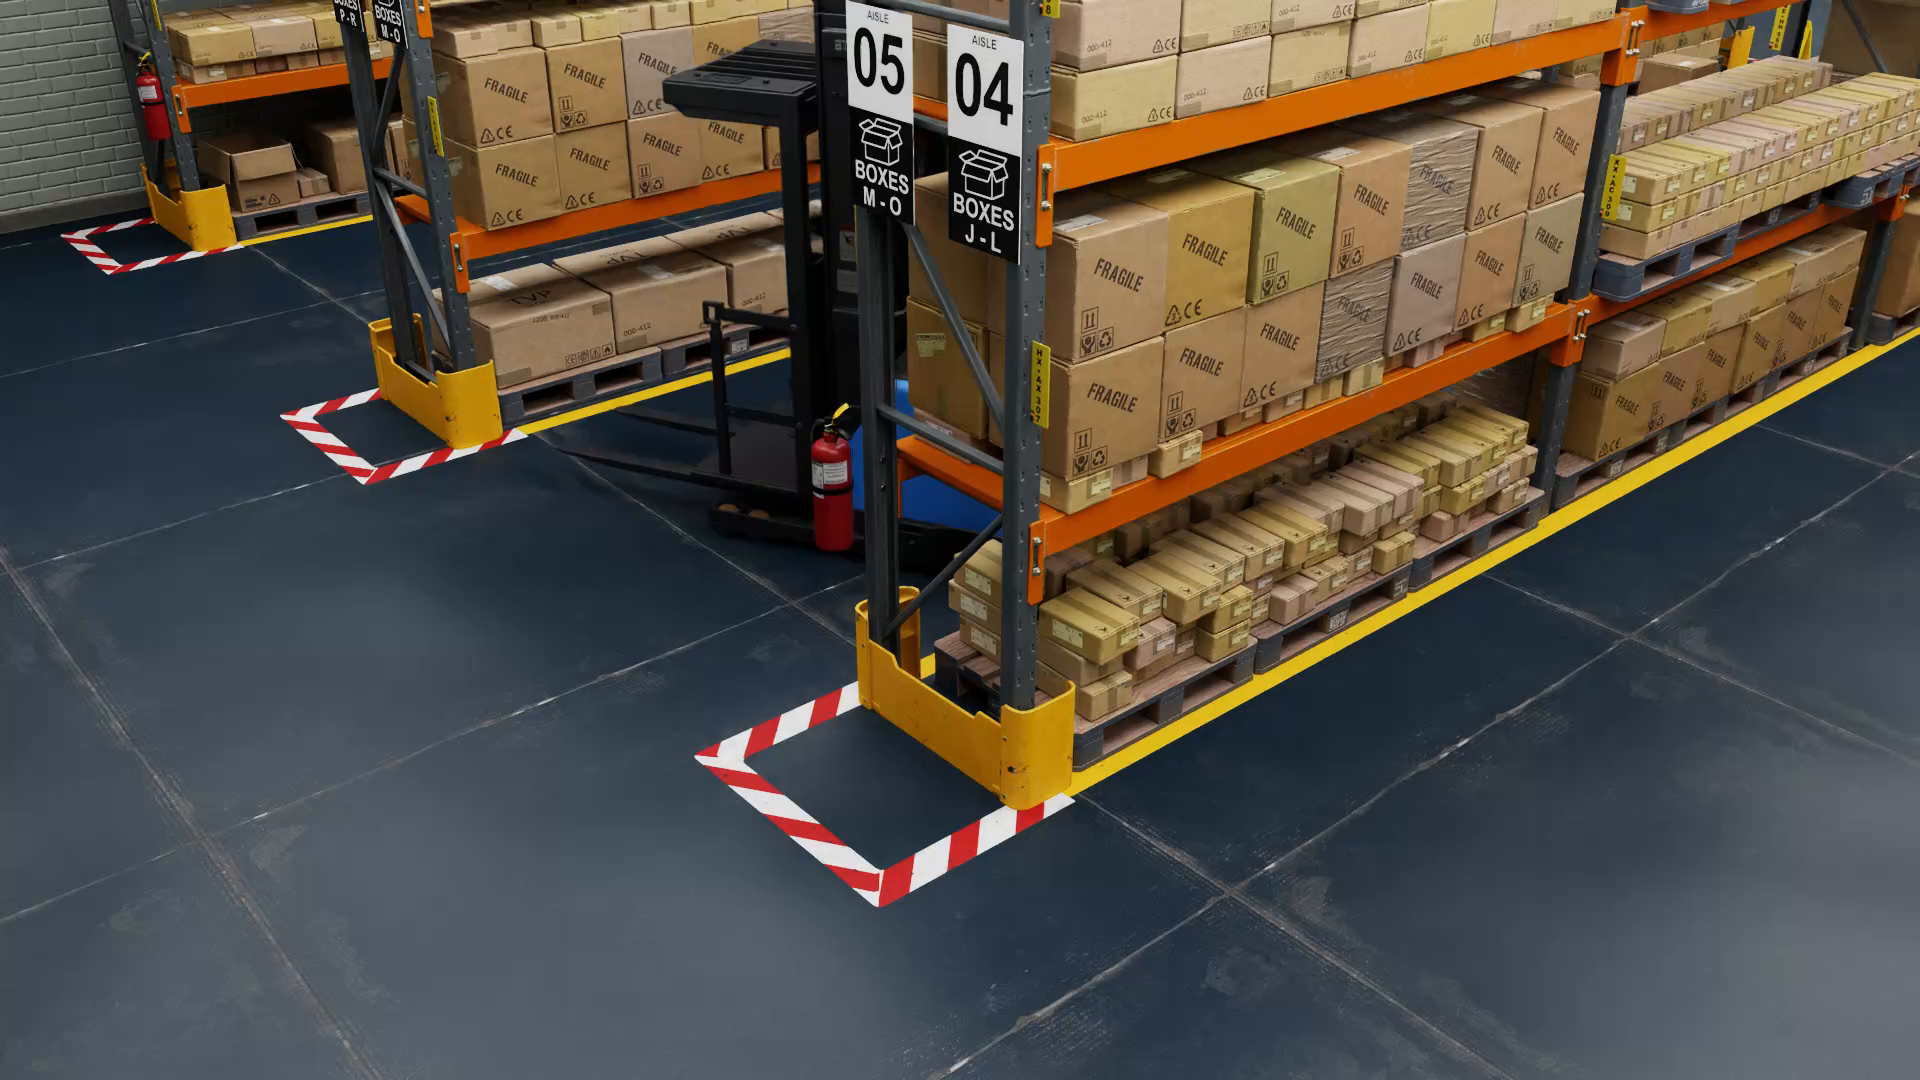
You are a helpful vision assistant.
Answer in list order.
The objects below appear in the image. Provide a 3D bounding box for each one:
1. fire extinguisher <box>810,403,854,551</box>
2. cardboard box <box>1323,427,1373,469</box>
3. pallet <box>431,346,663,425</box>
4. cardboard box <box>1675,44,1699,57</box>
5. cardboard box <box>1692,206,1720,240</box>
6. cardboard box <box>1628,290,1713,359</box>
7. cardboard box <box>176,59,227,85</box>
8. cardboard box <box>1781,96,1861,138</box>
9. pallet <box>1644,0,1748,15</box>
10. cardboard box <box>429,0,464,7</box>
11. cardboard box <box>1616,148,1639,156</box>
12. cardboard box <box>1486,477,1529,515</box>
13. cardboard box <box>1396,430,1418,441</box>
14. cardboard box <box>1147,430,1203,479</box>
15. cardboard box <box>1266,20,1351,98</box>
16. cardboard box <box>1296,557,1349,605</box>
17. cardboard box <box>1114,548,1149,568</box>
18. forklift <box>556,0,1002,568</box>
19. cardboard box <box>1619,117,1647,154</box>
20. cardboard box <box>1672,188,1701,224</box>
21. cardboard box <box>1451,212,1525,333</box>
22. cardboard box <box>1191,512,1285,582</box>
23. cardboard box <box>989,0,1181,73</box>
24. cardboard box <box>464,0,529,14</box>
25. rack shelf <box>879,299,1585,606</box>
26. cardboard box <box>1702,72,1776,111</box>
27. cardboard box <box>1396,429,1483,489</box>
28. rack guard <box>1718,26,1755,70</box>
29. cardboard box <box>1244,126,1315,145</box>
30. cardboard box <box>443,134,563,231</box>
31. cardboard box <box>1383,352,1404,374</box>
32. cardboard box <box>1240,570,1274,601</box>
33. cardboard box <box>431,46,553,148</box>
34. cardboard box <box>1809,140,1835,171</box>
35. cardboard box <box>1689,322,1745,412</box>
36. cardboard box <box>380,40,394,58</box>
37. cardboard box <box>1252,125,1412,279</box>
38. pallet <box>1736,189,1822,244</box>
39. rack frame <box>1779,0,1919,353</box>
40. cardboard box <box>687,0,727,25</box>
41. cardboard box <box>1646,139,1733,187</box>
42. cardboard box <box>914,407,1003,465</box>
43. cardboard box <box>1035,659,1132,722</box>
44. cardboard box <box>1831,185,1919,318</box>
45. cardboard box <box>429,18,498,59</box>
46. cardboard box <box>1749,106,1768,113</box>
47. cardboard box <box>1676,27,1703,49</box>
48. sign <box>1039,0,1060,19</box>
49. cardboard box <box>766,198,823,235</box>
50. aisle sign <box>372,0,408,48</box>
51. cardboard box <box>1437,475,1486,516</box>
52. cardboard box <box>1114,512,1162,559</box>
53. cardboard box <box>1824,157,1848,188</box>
[{"bbox_3d":[-0.545,-0.285,7.078,0.183,0.674,0.296,-22,35,-35],"label":"fire extinguisher"},{"bbox_3d":[2.001,-0.532,9.010,0.250,0.149,0.380,-23,36,-36],"label":"cardboard box"},{"bbox_3d":[-2.786,-1.182,11.237,1.213,0.211,1.003,-22,35,-35],"label":"pallet"},{"bbox_3d":[7.989,-5.507,18.843,0.500,0.250,0.500,-22,35,-35],"label":"cardboard box"},{"bbox_3d":[3.987,-1.810,9.276,0.250,0.149,0.380,-22,35,-35],"label":"cardboard box"},{"bbox_3d":[4.126,-1.327,9.962,0.500,0.250,0.500,-21,34,-34],"label":"cardboard box"},{"bbox_3d":[-6.140,-3.809,13.461,0.250,0.149,0.380,-22,35,-35],"label":"cardboard box"},{"bbox_3d":[5.177,-2.554,10.036,0.250,0.149,0.380,-22,35,-35],"label":"cardboard box"},{"bbox_3d":[3.528,-3.009,8.715,1.003,0.211,1.213,-22,35,-35],"label":"pallet"},{"bbox_3d":[-4.513,-4.656,14.624,0.500,0.250,0.500,-22,35,-35],"label":"cardboard box"},{"bbox_3d":[3.759,-2.258,9.798,0.250,0.149,0.380,-23,36,-36],"label":"cardboard box"},{"bbox_3d":[2.912,-0.304,9.216,0.250,0.149,0.380,-21,35,-34],"label":"cardboard box"},{"bbox_3d":[2.372,-0.572,9.401,0.250,0.149,0.380,-22,35,-35],"label":"cardboard box"},{"bbox_3d":[0.812,-0.421,7.123,0.250,0.149,0.380,-23,36,-36],"label":"cardboard box"},{"bbox_3d":[1.241,-2.019,6.822,0.500,0.250,0.500,-23,36,-36],"label":"cardboard box"},{"bbox_3d":[1.721,0.154,8.359,0.250,0.149,0.380,-22,35,-35],"label":"cardboard box"},{"bbox_3d":[0.828,0.077,8.186,0.250,0.149,0.380,-22,35,-35],"label":"cardboard box"},{"bbox_3d":[-0.855,-1.507,8.961,3.031,2.935,1.130,11,30,20],"label":"forklift"},{"bbox_3d":[3.769,-2.389,9.728,0.250,0.149,0.380,-22,35,-35],"label":"cardboard box"},{"bbox_3d":[3.783,-1.860,9.053,0.250,0.149,0.380,-23,36,-36],"label":"cardboard box"},{"bbox_3d":[2.409,-1.386,8.239,0.500,0.500,0.500,-23,36,-36],"label":"cardboard box"},{"bbox_3d":[1.324,0.031,7.958,0.250,0.149,0.380,-20,34,-33],"label":"cardboard box"},{"bbox_3d":[0.456,-1.916,6.099,0.500,0.250,0.500,-21,35,-34],"label":"cardboard box"},{"bbox_3d":[-2.881,-3.287,10.363,0.250,0.149,0.380,-22,35,-35],"label":"cardboard box"},{"bbox_3d":[1.468,-0.689,8.121,4.000,0.370,1.077,-22,35,-35],"label":"rack shelf"},{"bbox_3d":[4.961,-2.870,10.627,0.250,0.149,0.380,-24,36,-37],"label":"cardboard box"},{"bbox_3d":[2.534,-0.435,8.830,0.250,0.149,0.380,-22,35,-35],"label":"cardboard box"},{"bbox_3d":[8.771,-5.908,19.774,0.348,0.500,1.175,-22,35,-35],"label":"rack guard"},{"bbox_3d":[1.309,-1.721,7.804,0.500,0.500,0.500,-23,36,-37],"label":"cardboard box"},{"bbox_3d":[-2.792,-2.227,10.128,0.500,0.500,0.500,-22,35,-35],"label":"cardboard box"},{"bbox_3d":[1.929,-0.936,8.085,0.250,0.149,0.380,-23,35,-36],"label":"cardboard box"},{"bbox_3d":[1.291,0.153,8.045,0.250,0.149,0.380,-24,36,-37],"label":"cardboard box"},{"bbox_3d":[-2.793,-2.669,9.894,0.500,0.500,0.500,-23,36,-36],"label":"cardboard box"},{"bbox_3d":[4.972,-2.338,9.948,0.250,0.149,0.380,-21,35,-34],"label":"cardboard box"},{"bbox_3d":[4.515,-1.160,10.444,0.500,0.500,0.500,-21,35,-34],"label":"cardboard box"},{"bbox_3d":[-4.940,-4.273,14.330,0.250,0.149,0.380,-21,35,-34],"label":"cardboard box"},{"bbox_3d":[1.635,-1.518,7.426,0.500,0.500,0.500,-23,36,-36],"label":"cardboard box"},{"bbox_3d":[4.553,-2.137,10.270,1.213,0.211,1.003,-22,35,-35],"label":"pallet"},{"bbox_3d":[6.032,-2.842,11.386,0.127,3.000,1.000,-22,35,-35],"label":"rack frame"},{"bbox_3d":[-1.686,-3.379,10.534,0.250,0.149,0.380,-23,36,-36],"label":"cardboard box"},{"bbox_3d":[3.992,-2.076,9.142,0.250,0.149,0.380,-22,35,-35],"label":"cardboard box"},{"bbox_3d":[0.011,-0.485,7.242,0.250,0.149,0.380,-22,35,-35],"label":"cardboard box"},{"bbox_3d":[0.553,0.632,7.464,0.250,0.149,0.380,-21,35,-34],"label":"cardboard box"},{"bbox_3d":[6.554,-2.189,12.105,0.750,0.750,1.050,-22,35,-36],"label":"cardboard box"},{"bbox_3d":[-2.894,-2.919,9.675,0.250,0.149,0.380,-21,35,-34],"label":"cardboard box"},{"bbox_3d":[4.937,-2.728,10.678,0.250,0.149,0.380,-22,35,-35],"label":"cardboard box"},{"bbox_3d":[7.994,-5.837,18.666,0.500,0.500,0.500,-20,34,-33],"label":"cardboard box"},{"bbox_3d":[0.299,-1.909,5.529,0.005,0.325,0.100,-22,35,-35],"label":"sign"},{"bbox_3d":[-0.848,-2.264,12.577,0.875,0.438,0.875,-22,35,-36],"label":"cardboard box"},{"bbox_3d":[-3.210,-3.159,9.221,0.004,0.787,0.394,-22,35,-35],"label":"aisle sign"},{"bbox_3d":[2.566,-0.292,8.877,0.250,0.149,0.380,-23,36,-37],"label":"cardboard box"},{"bbox_3d":[0.766,-0.075,8.157,0.250,0.149,0.380,-24,36,-37],"label":"cardboard box"},{"bbox_3d":[5.174,-2.289,10.171,0.250,0.149,0.380,-24,36,-37],"label":"cardboard box"}]
